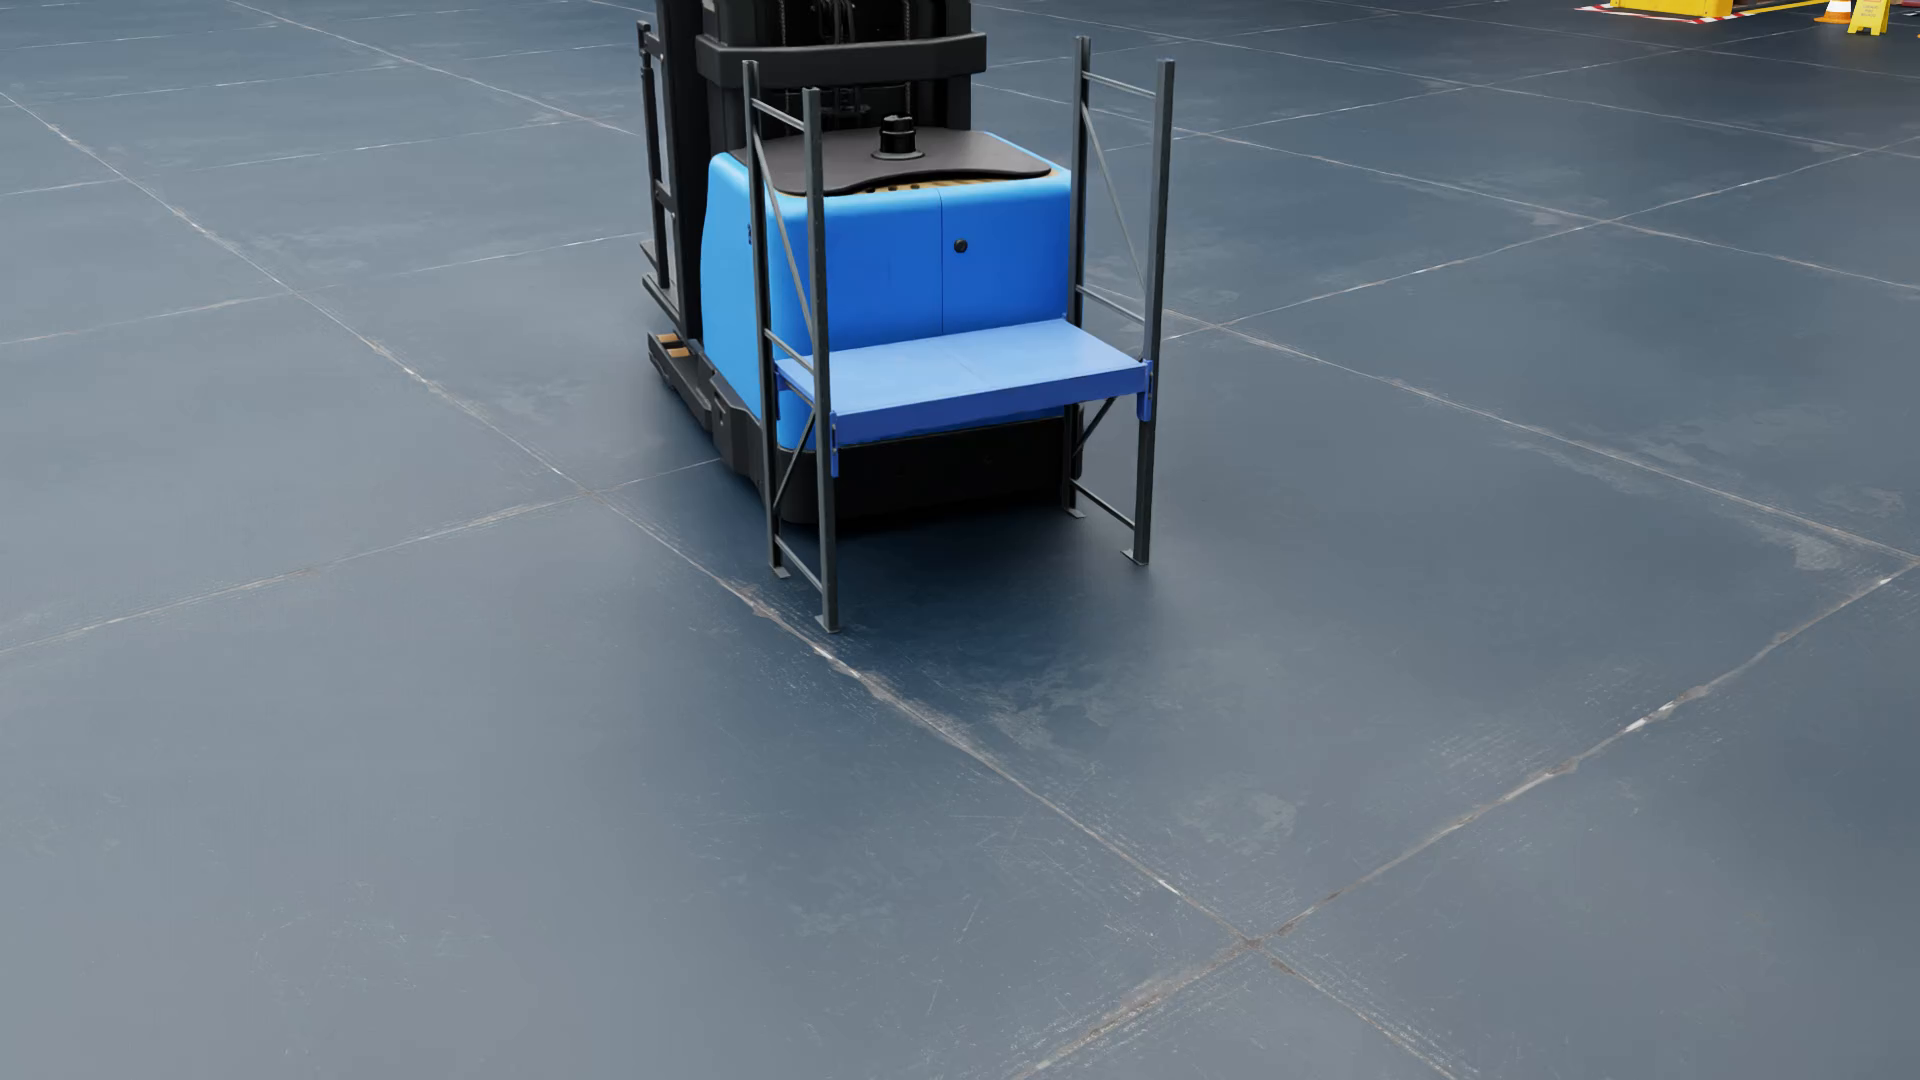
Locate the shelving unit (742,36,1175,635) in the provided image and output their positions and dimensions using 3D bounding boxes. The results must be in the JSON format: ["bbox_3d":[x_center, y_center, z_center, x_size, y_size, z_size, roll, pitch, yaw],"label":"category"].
[{"bbox_3d":[-0.003,-0.602,4.766,1.048,1.500,0.538,-11,27,-23],"label":"shelving unit"}]

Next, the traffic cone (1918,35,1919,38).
[{"bbox_3d":[8.878,-4.751,14.936,0.334,0.463,0.336,-18,31,-34],"label":"traffic cone"}]

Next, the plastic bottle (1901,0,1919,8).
[{"bbox_3d":[9.764,-5.463,16.950,0.283,0.061,0.133,15,29,29],"label":"plastic bottle"}]

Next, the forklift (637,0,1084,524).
[{"bbox_3d":[-0.607,-1.974,6.022,1.130,2.935,3.031,-9,27,-20],"label":"forklift"}]

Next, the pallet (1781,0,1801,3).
[{"bbox_3d":[8.695,-5.980,17.885,1.213,0.211,1.003,-18,31,-34],"label":"pallet"}]

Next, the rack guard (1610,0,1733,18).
[{"bbox_3d":[7.136,-5.556,16.628,0.348,0.500,1.175,-18,31,-34],"label":"rack guard"}]

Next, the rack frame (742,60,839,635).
[{"bbox_3d":[-0.462,-0.510,4.567,0.032,1.500,0.500,-11,27,-23],"label":"rack frame"}]

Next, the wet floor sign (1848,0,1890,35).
[{"bbox_3d":[8.354,-4.965,15.182,0.267,0.644,0.232,21,32,37],"label":"wet floor sign"}]

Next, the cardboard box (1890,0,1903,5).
[{"bbox_3d":[9.714,-5.860,17.279,0.500,0.500,0.500,-13,28,-25],"label":"cardboard box"}]

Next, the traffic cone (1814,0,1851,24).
[{"bbox_3d":[8.449,-5.213,15.933,0.334,0.463,0.336,-18,31,-34],"label":"traffic cone"}]

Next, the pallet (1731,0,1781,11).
[{"bbox_3d":[7.735,-5.665,17.206,1.213,0.211,1.003,-18,31,-34],"label":"pallet"}]

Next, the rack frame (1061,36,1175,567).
[{"bbox_3d":[0.455,-0.695,4.965,0.032,1.500,0.500,-11,27,-23],"label":"rack frame"}]

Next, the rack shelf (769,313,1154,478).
[{"bbox_3d":[-0.003,-0.439,4.842,1.000,0.185,0.538,-11,27,-23],"label":"rack shelf"}]
